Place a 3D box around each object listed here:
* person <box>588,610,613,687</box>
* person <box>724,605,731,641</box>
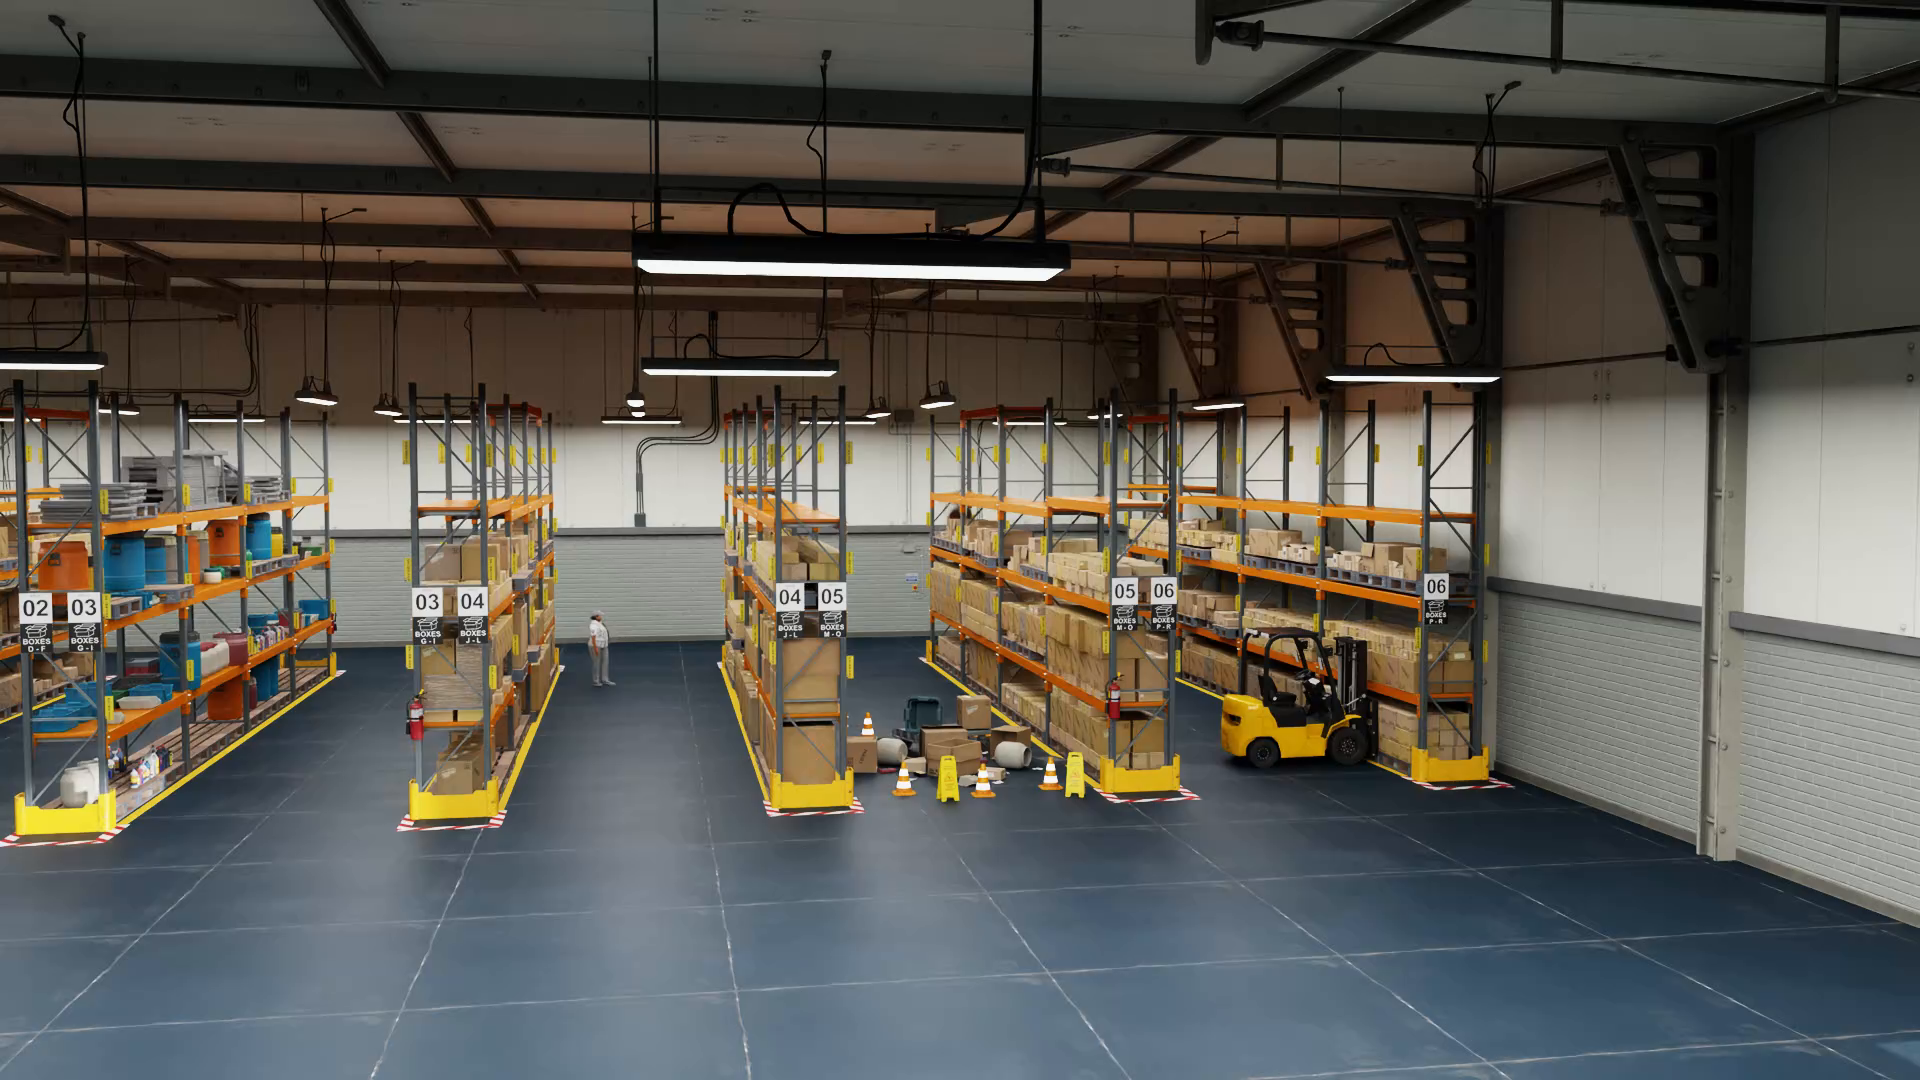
[{"bbox_3d":[-7.869,2.349,36.235,0.409,1.669,0.544,1,3,25],"label":"person"},{"bbox_3d":[-5.553,2.107,40.914,0.529,1.658,0.392,-1,3,-27],"label":"person"}]
